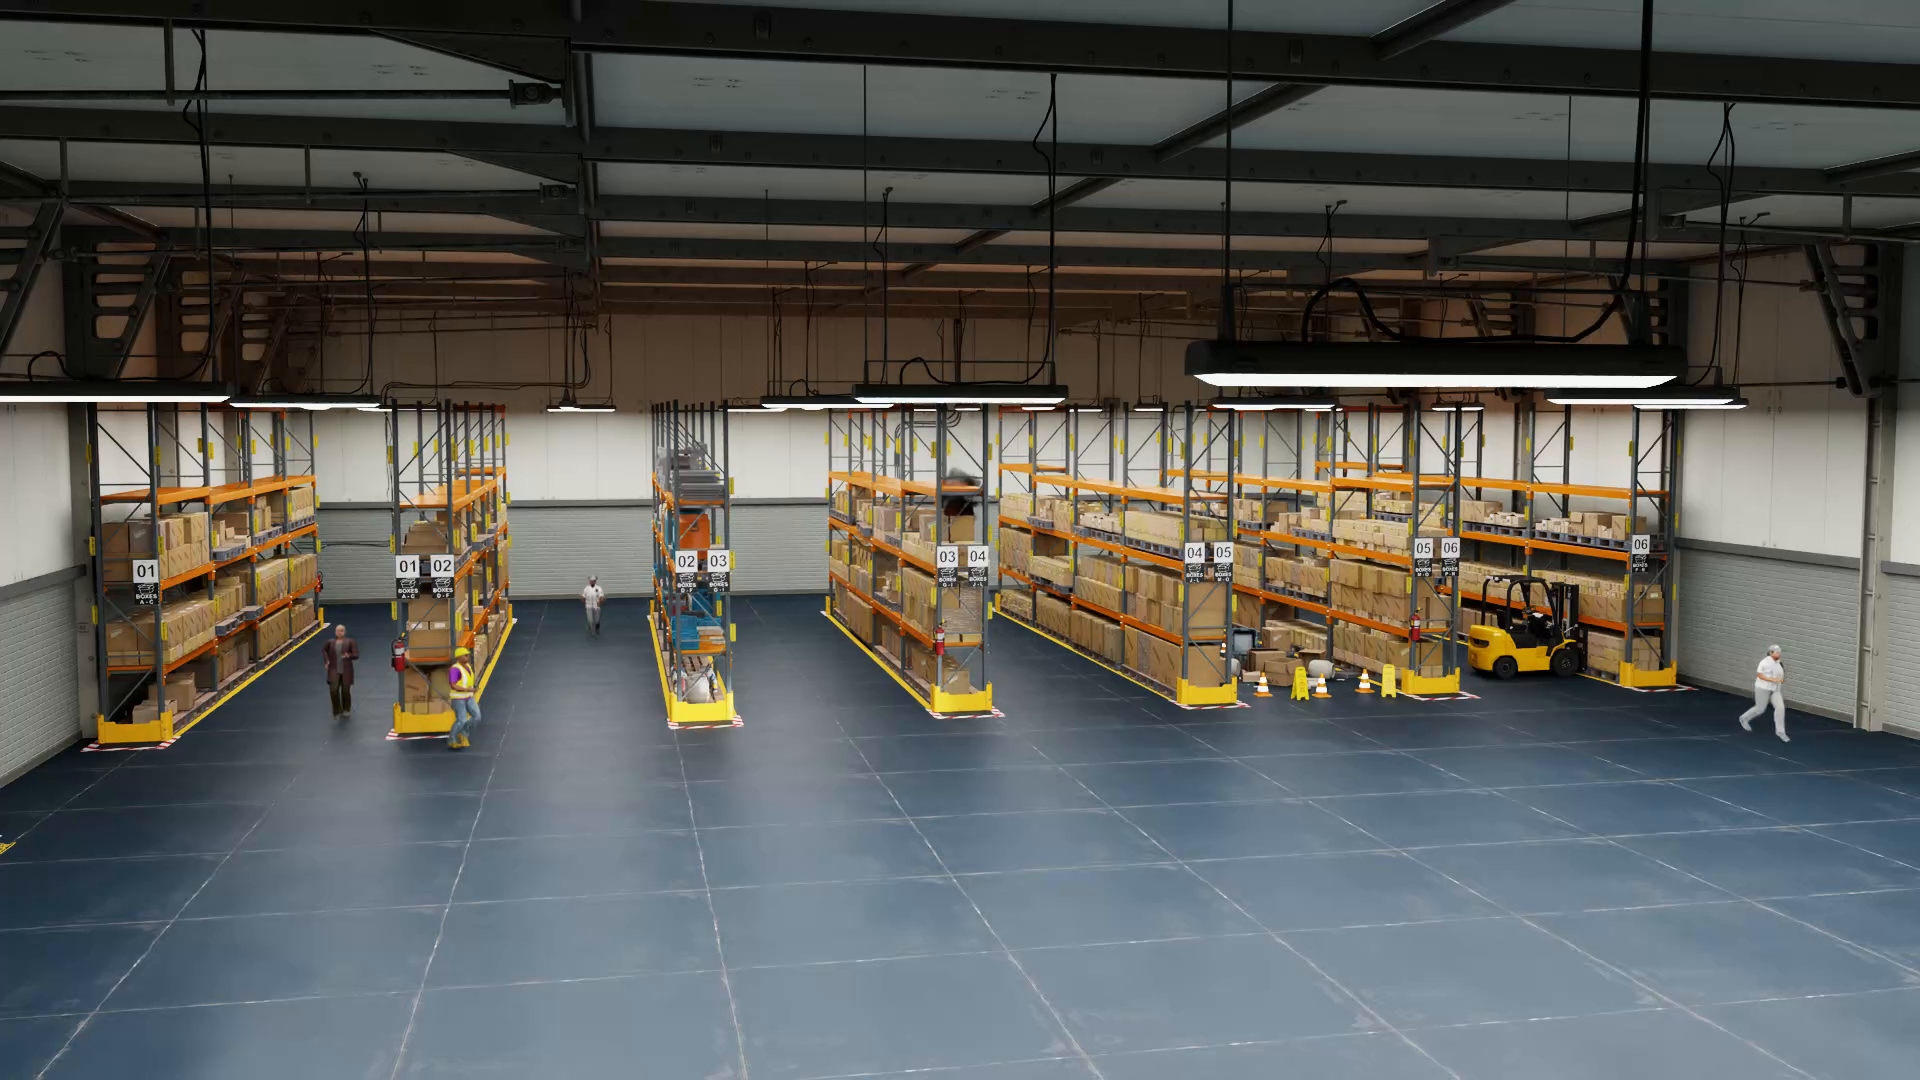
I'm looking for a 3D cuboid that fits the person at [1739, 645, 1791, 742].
[{"bbox_3d":[14.306,2.679,29.489,0.628,1.684,0.981,-2,5,-30],"label":"person"}]

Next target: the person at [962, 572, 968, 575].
[{"bbox_3d":[-0.044,1.288,48.078,0.643,1.651,0.863,1,5,18],"label":"person"}]

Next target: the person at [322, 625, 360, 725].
[{"bbox_3d":[-11.543,2.501,31.000,0.682,1.841,0.801,-1,4,-15],"label":"person"}]

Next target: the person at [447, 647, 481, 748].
[{"bbox_3d":[-8.472,2.706,28.463,0.659,1.757,0.721,1,4,16],"label":"person"}]

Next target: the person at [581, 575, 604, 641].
[{"bbox_3d":[-9.340,1.711,42.273,0.576,1.652,0.592,-1,4,-10],"label":"person"}]
